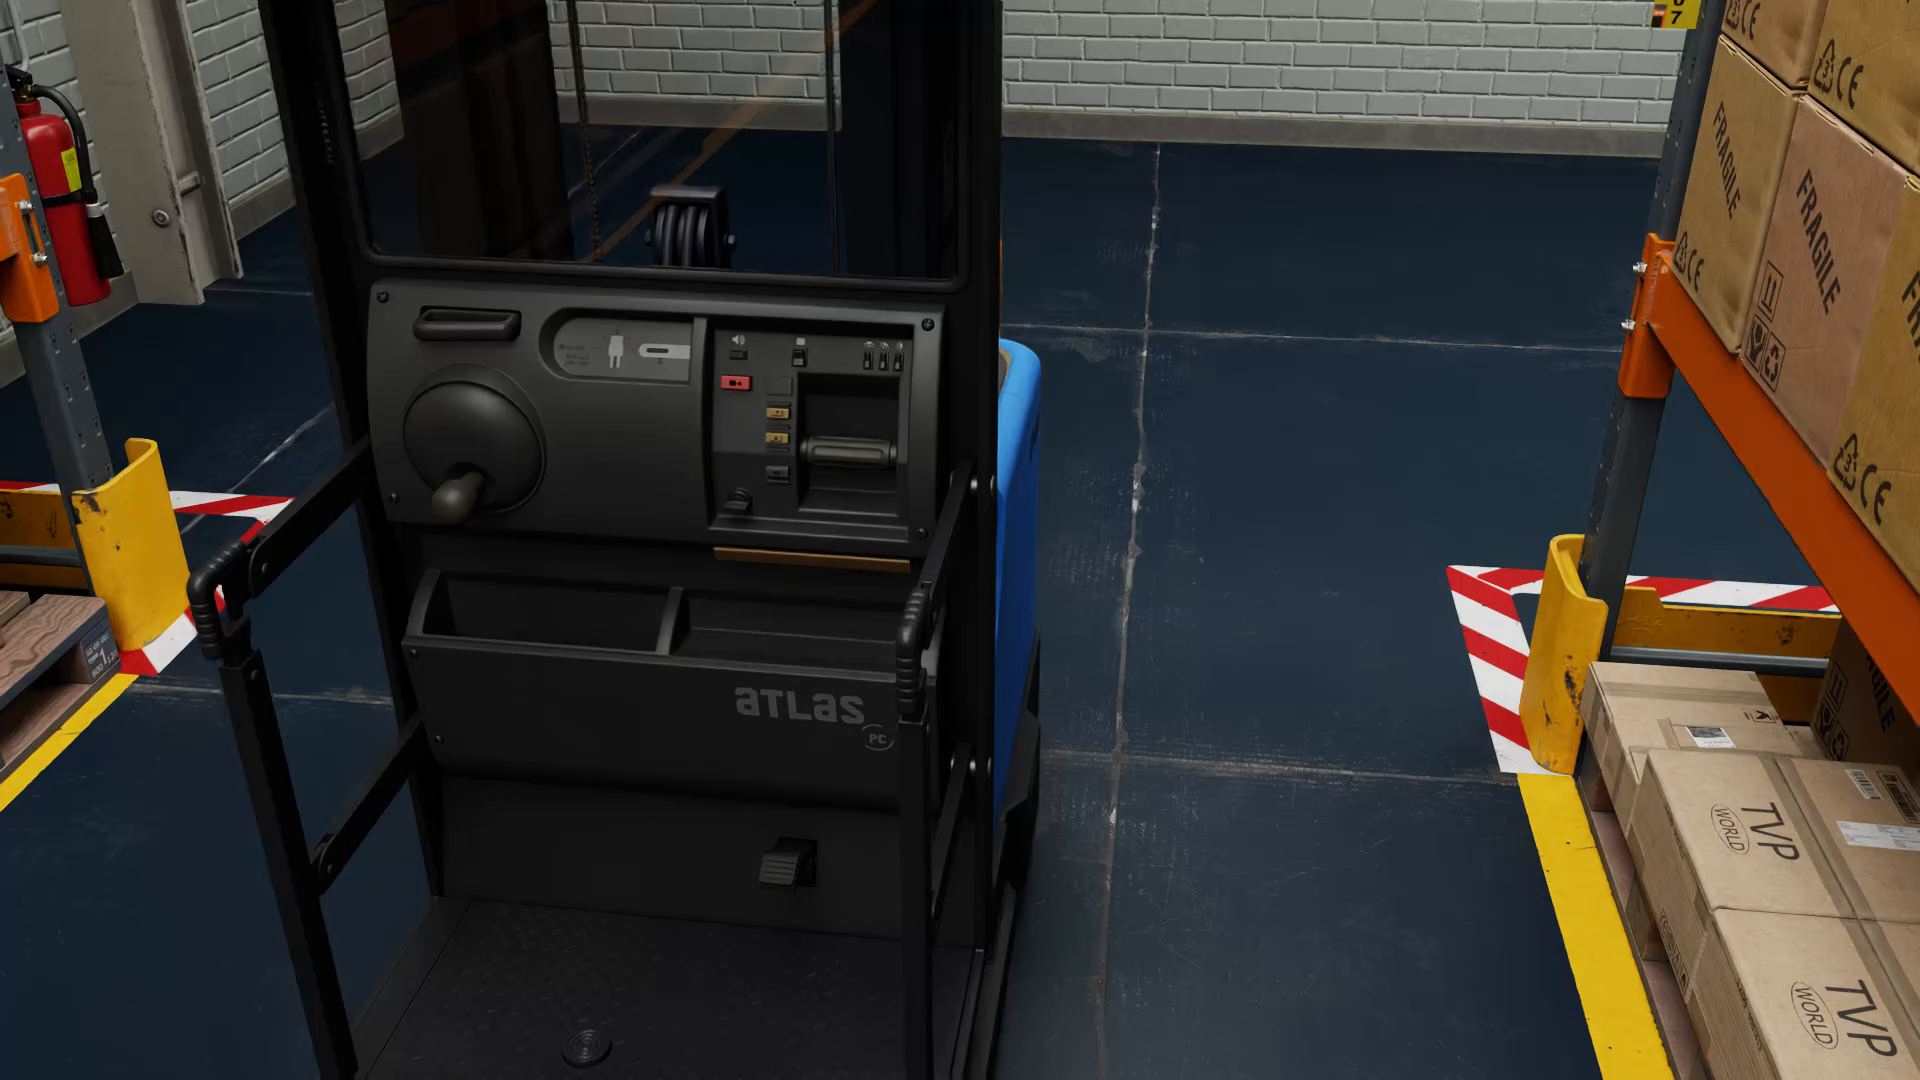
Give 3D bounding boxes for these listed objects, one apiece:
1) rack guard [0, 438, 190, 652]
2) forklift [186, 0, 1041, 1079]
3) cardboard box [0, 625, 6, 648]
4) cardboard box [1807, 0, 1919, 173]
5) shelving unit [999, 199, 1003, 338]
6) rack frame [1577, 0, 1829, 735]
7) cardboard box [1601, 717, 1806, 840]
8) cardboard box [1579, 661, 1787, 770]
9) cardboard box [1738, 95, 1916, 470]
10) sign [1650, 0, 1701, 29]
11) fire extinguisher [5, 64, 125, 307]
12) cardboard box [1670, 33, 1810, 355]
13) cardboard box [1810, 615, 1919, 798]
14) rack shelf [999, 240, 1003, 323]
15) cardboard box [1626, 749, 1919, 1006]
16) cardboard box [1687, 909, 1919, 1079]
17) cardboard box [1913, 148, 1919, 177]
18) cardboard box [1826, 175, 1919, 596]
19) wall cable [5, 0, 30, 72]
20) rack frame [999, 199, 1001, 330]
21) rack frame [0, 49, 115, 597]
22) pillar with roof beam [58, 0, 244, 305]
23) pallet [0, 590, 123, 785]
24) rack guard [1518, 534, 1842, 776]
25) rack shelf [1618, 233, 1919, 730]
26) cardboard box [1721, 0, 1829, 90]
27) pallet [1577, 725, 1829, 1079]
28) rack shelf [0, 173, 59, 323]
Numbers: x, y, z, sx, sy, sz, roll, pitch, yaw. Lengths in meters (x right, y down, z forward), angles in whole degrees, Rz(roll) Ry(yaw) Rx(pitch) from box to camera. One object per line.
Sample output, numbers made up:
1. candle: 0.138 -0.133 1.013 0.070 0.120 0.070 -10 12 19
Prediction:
1. rack guard: -2.855 -0.017 4.754 1.175 0.500 0.348 3 28 6
2. forklift: -0.517 -0.155 2.448 1.130 2.935 3.031 4 29 7
3. cardboard box: -2.845 0.145 4.011 0.700 0.500 0.500 3 28 6
4. cardboard box: 1.686 -0.864 2.531 0.500 0.500 0.500 4 29 7
5. shelving unit: 0.007 -0.487 5.048 0.215 1.050 0.252 3 28 6
6. rack frame: 2.059 -0.820 3.609 1.000 3.000 0.127 3 28 6
7. cardboard box: 1.636 0.529 3.629 0.380 0.166 0.250 3 28 6
8. cardboard box: 1.666 0.419 3.852 0.380 0.149 0.250 3 28 6
9. cardboard box: 1.685 -0.427 2.774 0.500 0.500 0.500 3 28 6
10. sign: 1.520 -1.232 3.462 0.100 0.325 0.005 3 28 6
11. fire extinguisher: -2.382 -0.952 4.329 0.296 0.674 0.183 3 28 6
12. cardboard box: 1.743 -0.670 3.226 0.500 0.500 0.500 4 29 7
13. cardboard box: 2.237 0.357 3.596 0.500 0.500 0.500 3 28 6
14. rack shelf: 0.007 -0.728 4.918 0.215 0.259 0.240 3 28 6
15. cardboard box: 1.649 0.672 3.275 0.500 0.250 0.500 3 28 6
16. cardboard box: 1.588 0.907 2.838 0.500 0.250 0.500 3 28 6
17. cardboard box: 1.620 -0.629 2.094 0.500 0.500 0.500 4 29 7
18. cardboard box: 1.620 -0.191 2.336 0.500 0.500 0.500 3 28 6
19. wall cable: -3.640 -2.211 5.120 0.084 1.984 1.851 3 28 6
20. rack frame: 0.022 -0.545 5.154 0.200 1.050 0.008 3 28 6
21. rack frame: -2.858 -1.106 4.140 1.000 3.000 0.127 3 28 6
22. pillar with roof beam: 0.887 -4.818 4.705 9.100 9.000 0.400 3 28 6
23. pallet: -2.878 0.503 4.094 1.003 0.211 1.213 3 28 6
24. rack guard: 2.049 0.317 4.135 1.175 0.500 0.348 3 28 6
25. rack shelf: 1.814 0.439 2.032 1.077 0.370 4.000 3 28 6
26. cardboard box: 1.743 -1.110 2.989 0.500 0.500 0.500 4 29 8
27. pallet: 1.953 0.819 3.507 1.003 0.211 1.213 3 28 6
28. rack shelf: -3.103 0.152 2.563 1.077 0.370 4.000 3 28 6
